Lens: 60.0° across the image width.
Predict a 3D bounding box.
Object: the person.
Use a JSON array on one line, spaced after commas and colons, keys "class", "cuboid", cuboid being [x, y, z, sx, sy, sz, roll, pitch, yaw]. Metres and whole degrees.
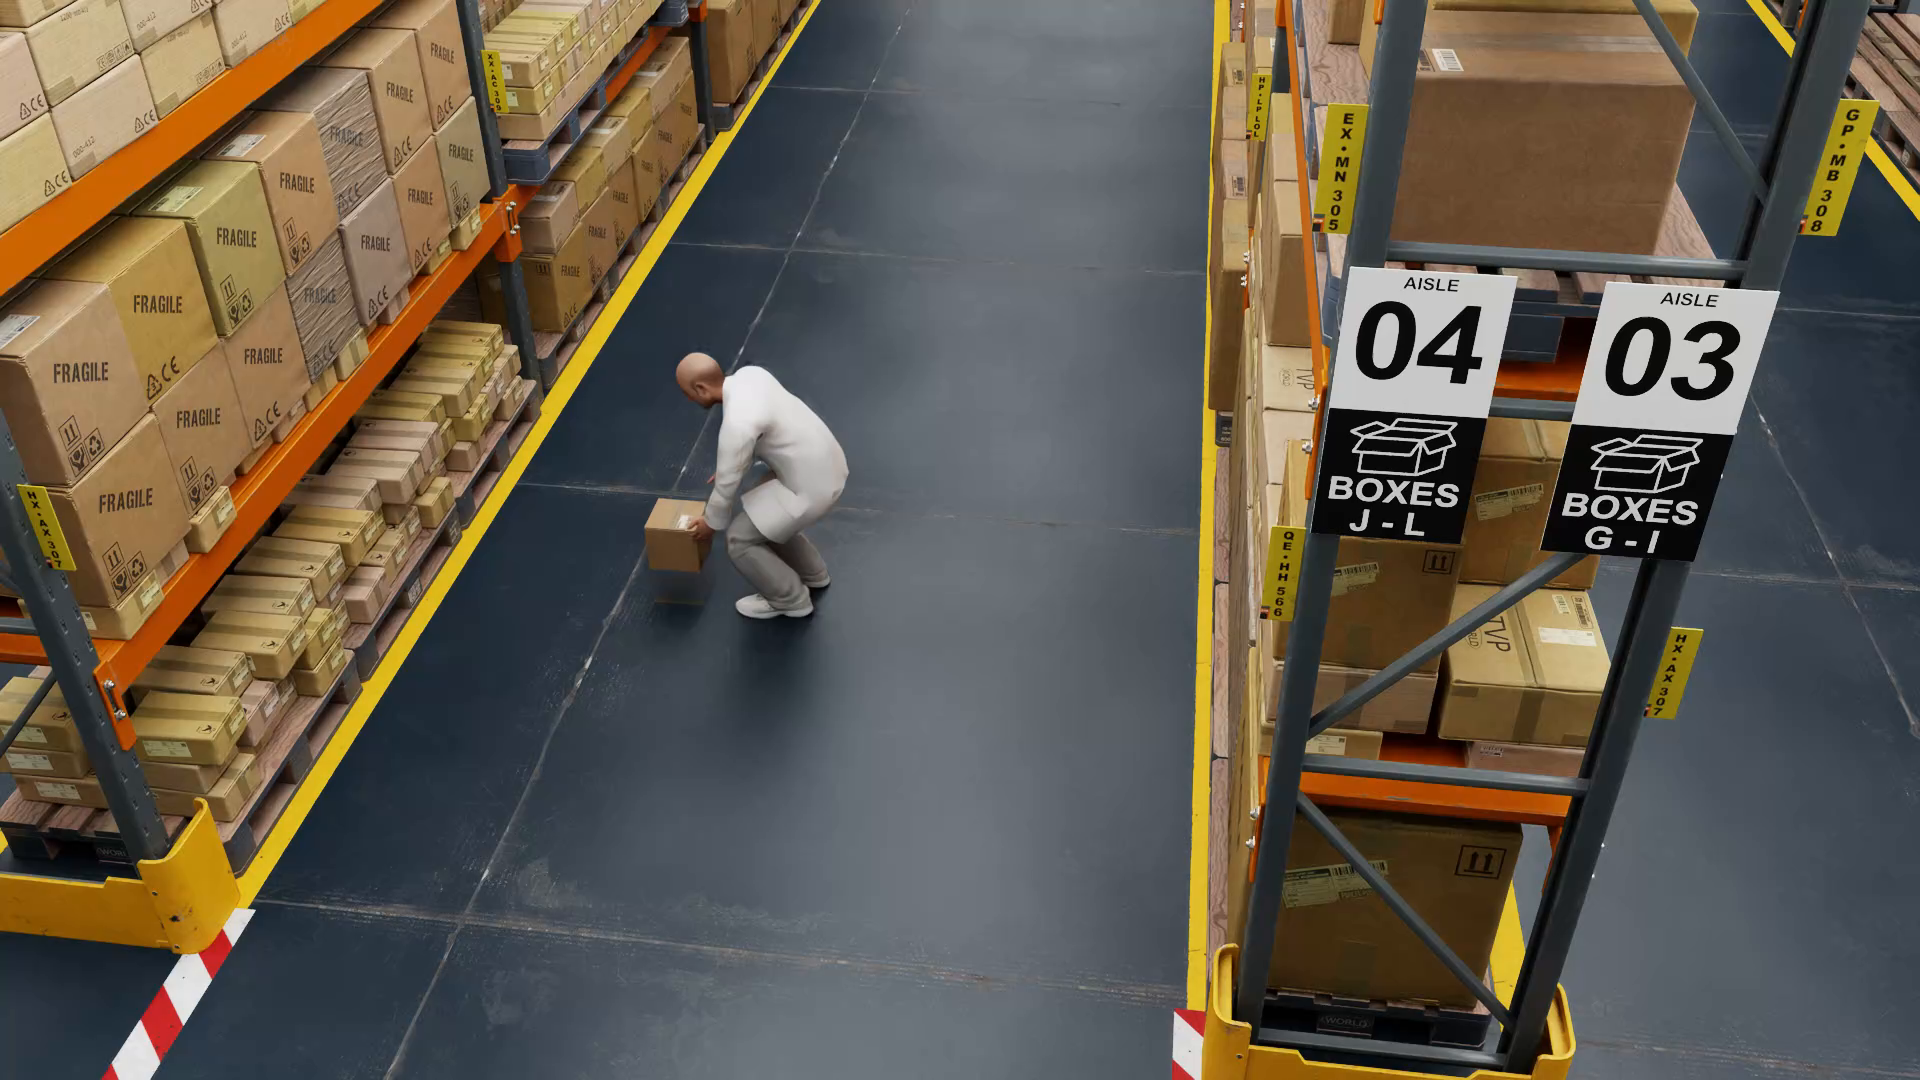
[{"class": "person", "cuboid": [-0.901, -0.258, 7.771, 0.749, 1.365, 0.632, 4, 36, 6]}]
